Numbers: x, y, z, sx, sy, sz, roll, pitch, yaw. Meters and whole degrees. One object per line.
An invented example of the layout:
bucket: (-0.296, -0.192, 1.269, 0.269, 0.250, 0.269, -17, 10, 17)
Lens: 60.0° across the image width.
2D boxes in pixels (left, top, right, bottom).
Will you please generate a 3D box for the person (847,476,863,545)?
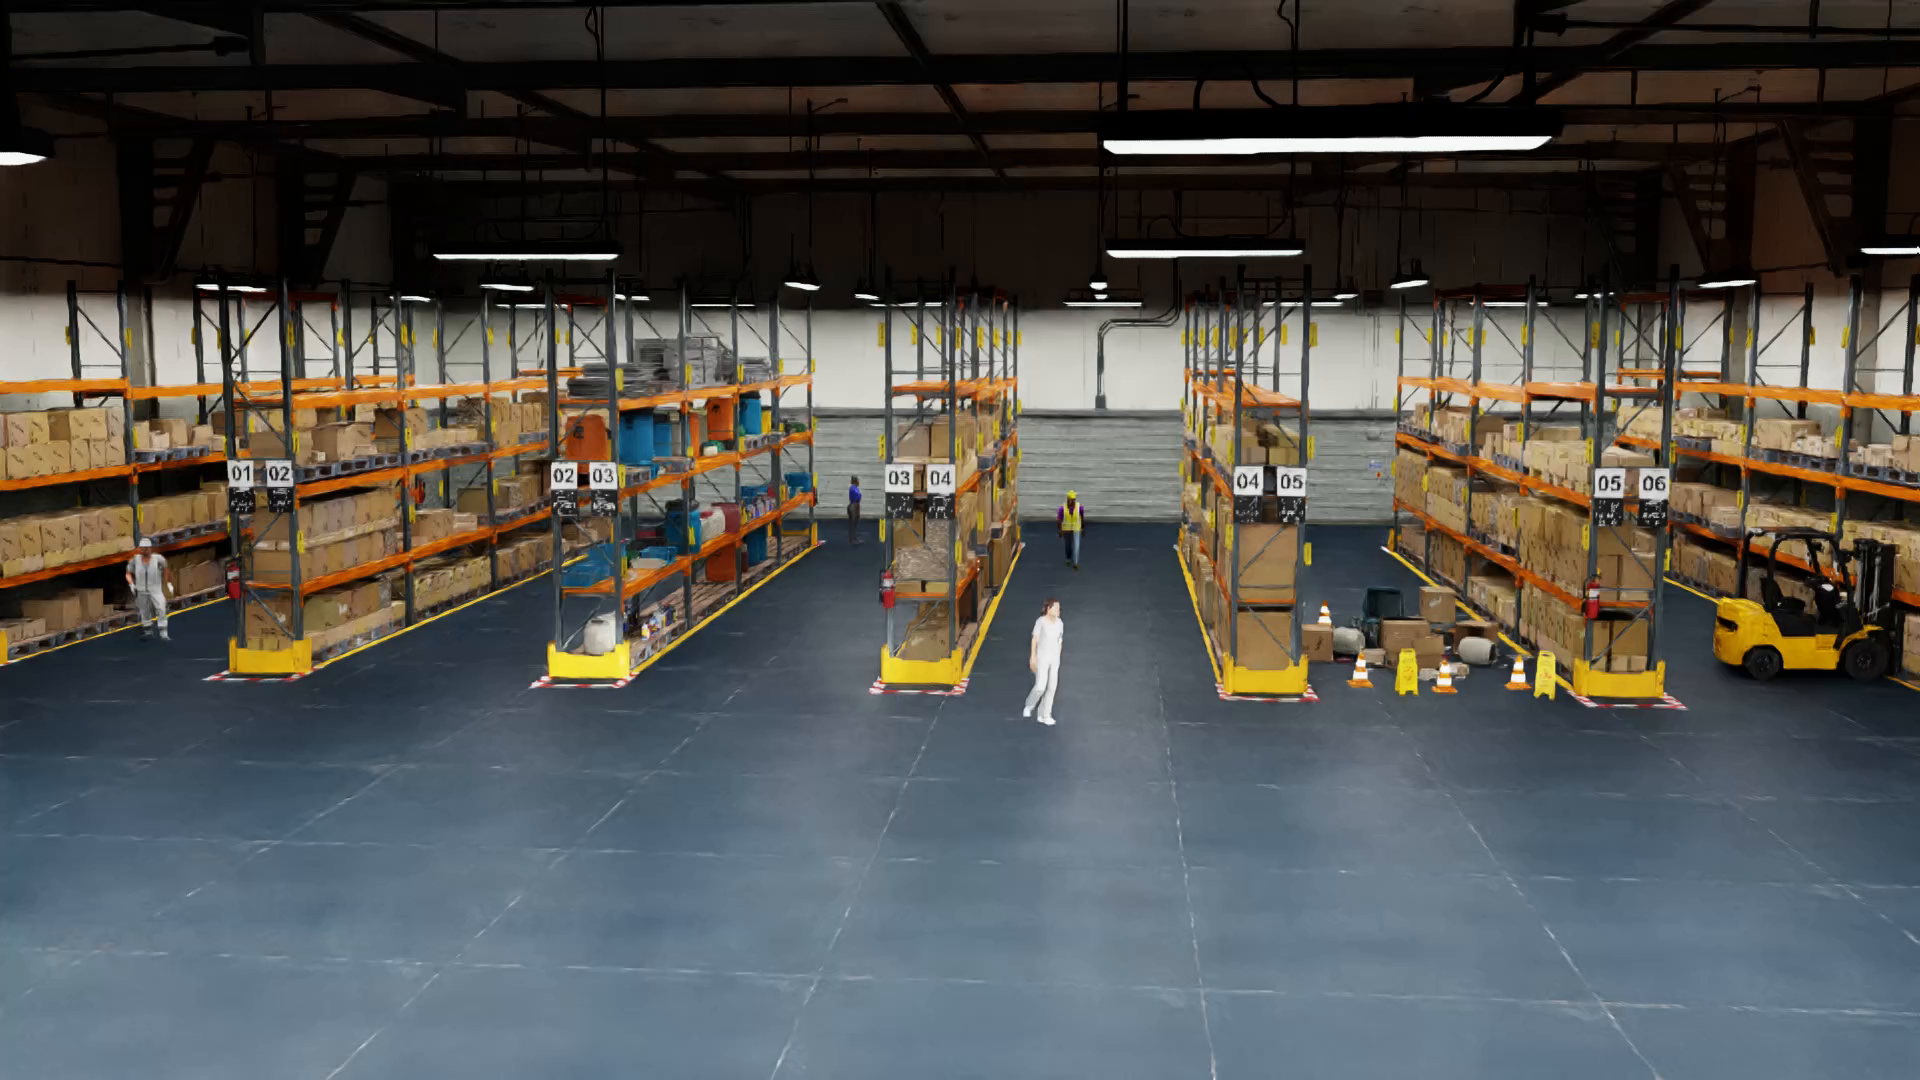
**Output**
person: (-2.525, -0.721, 40.298, 0.437, 1.656, 0.553, -3, 7, -22)

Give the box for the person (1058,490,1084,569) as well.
person: (2.411, -0.238, 36.181, 0.577, 1.691, 1.121, 1, 7, 8)

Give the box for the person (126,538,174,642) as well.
person: (-13.342, 0.819, 27.385, 0.673, 1.730, 0.769, -2, 7, -15)

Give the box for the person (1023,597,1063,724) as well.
person: (1.083, 1.555, 21.686, 0.509, 1.664, 0.517, -4, 8, -32)
